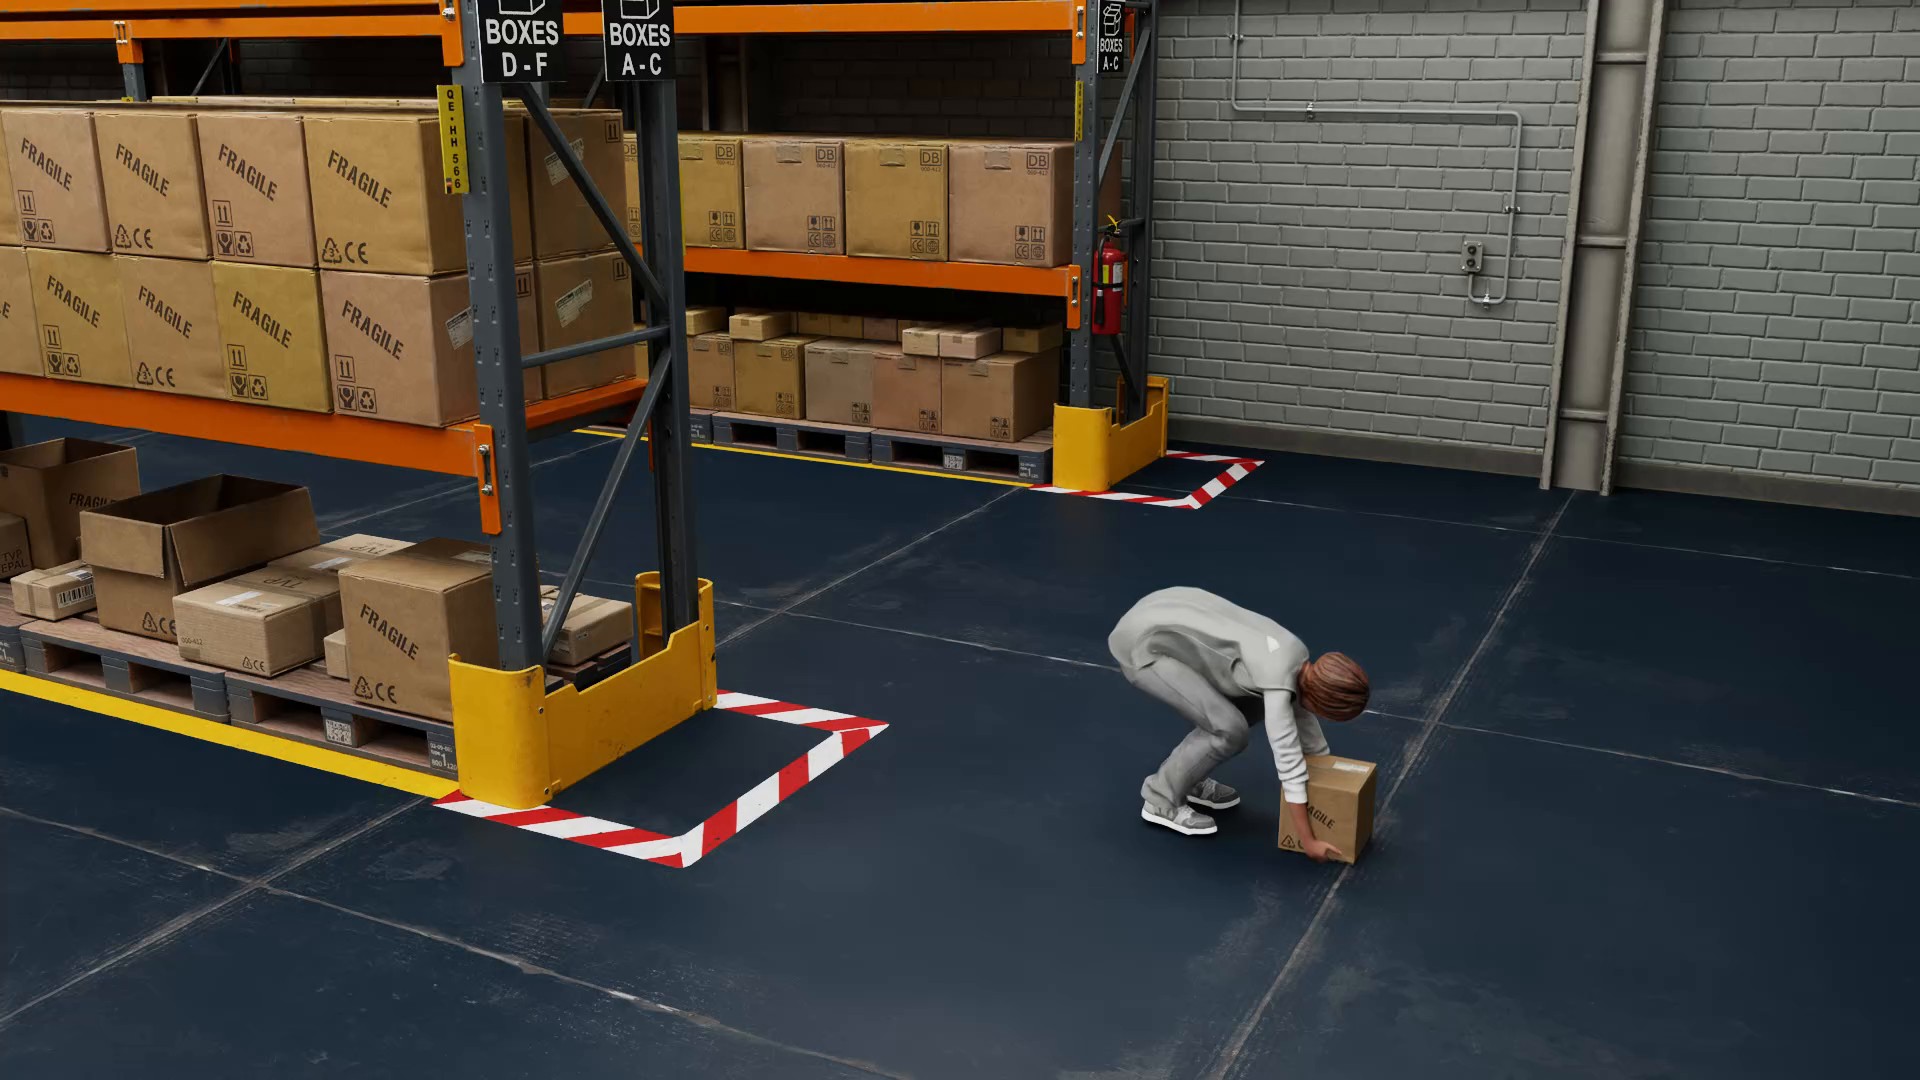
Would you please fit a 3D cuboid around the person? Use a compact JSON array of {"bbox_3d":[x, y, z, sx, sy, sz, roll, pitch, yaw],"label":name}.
[{"bbox_3d":[0.915,0.581,5.509,0.864,0.807,0.433,7,18,23],"label":"person"}]
